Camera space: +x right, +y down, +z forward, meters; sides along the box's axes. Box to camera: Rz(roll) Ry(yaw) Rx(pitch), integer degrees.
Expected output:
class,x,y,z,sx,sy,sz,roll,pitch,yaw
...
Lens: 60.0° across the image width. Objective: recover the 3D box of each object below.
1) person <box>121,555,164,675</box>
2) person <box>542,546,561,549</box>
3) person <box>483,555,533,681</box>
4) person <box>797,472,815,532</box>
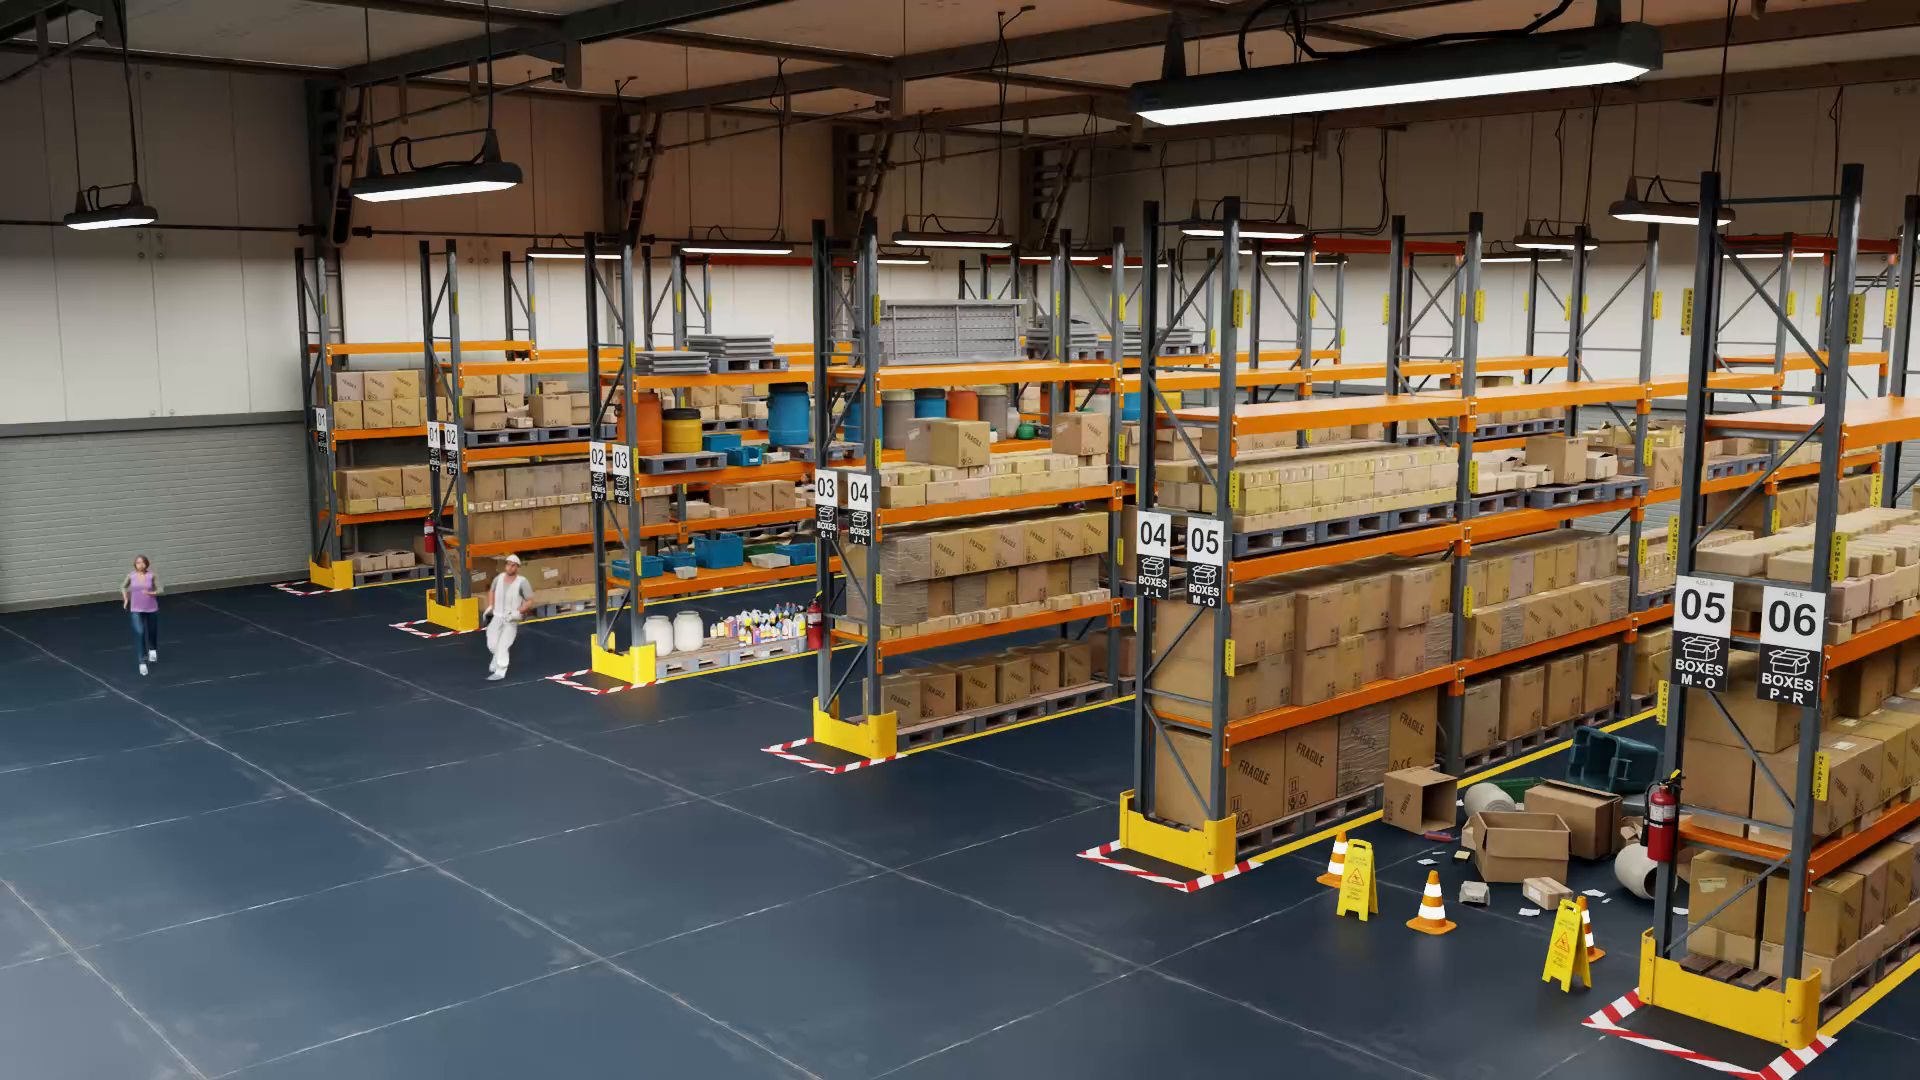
class,x,y,z,sx,sy,sz,roll,pitch,yaw
person,-11.281,1.040,23.000,0.531,1.501,0.873,-4,9,-26
person,-7.059,0.061,28.963,0.692,1.747,0.651,-8,11,-42
person,-6.090,1.057,22.312,0.711,1.714,0.552,1,8,7
person,-3.044,-0.518,33.206,0.759,1.725,0.546,-7,11,-40
